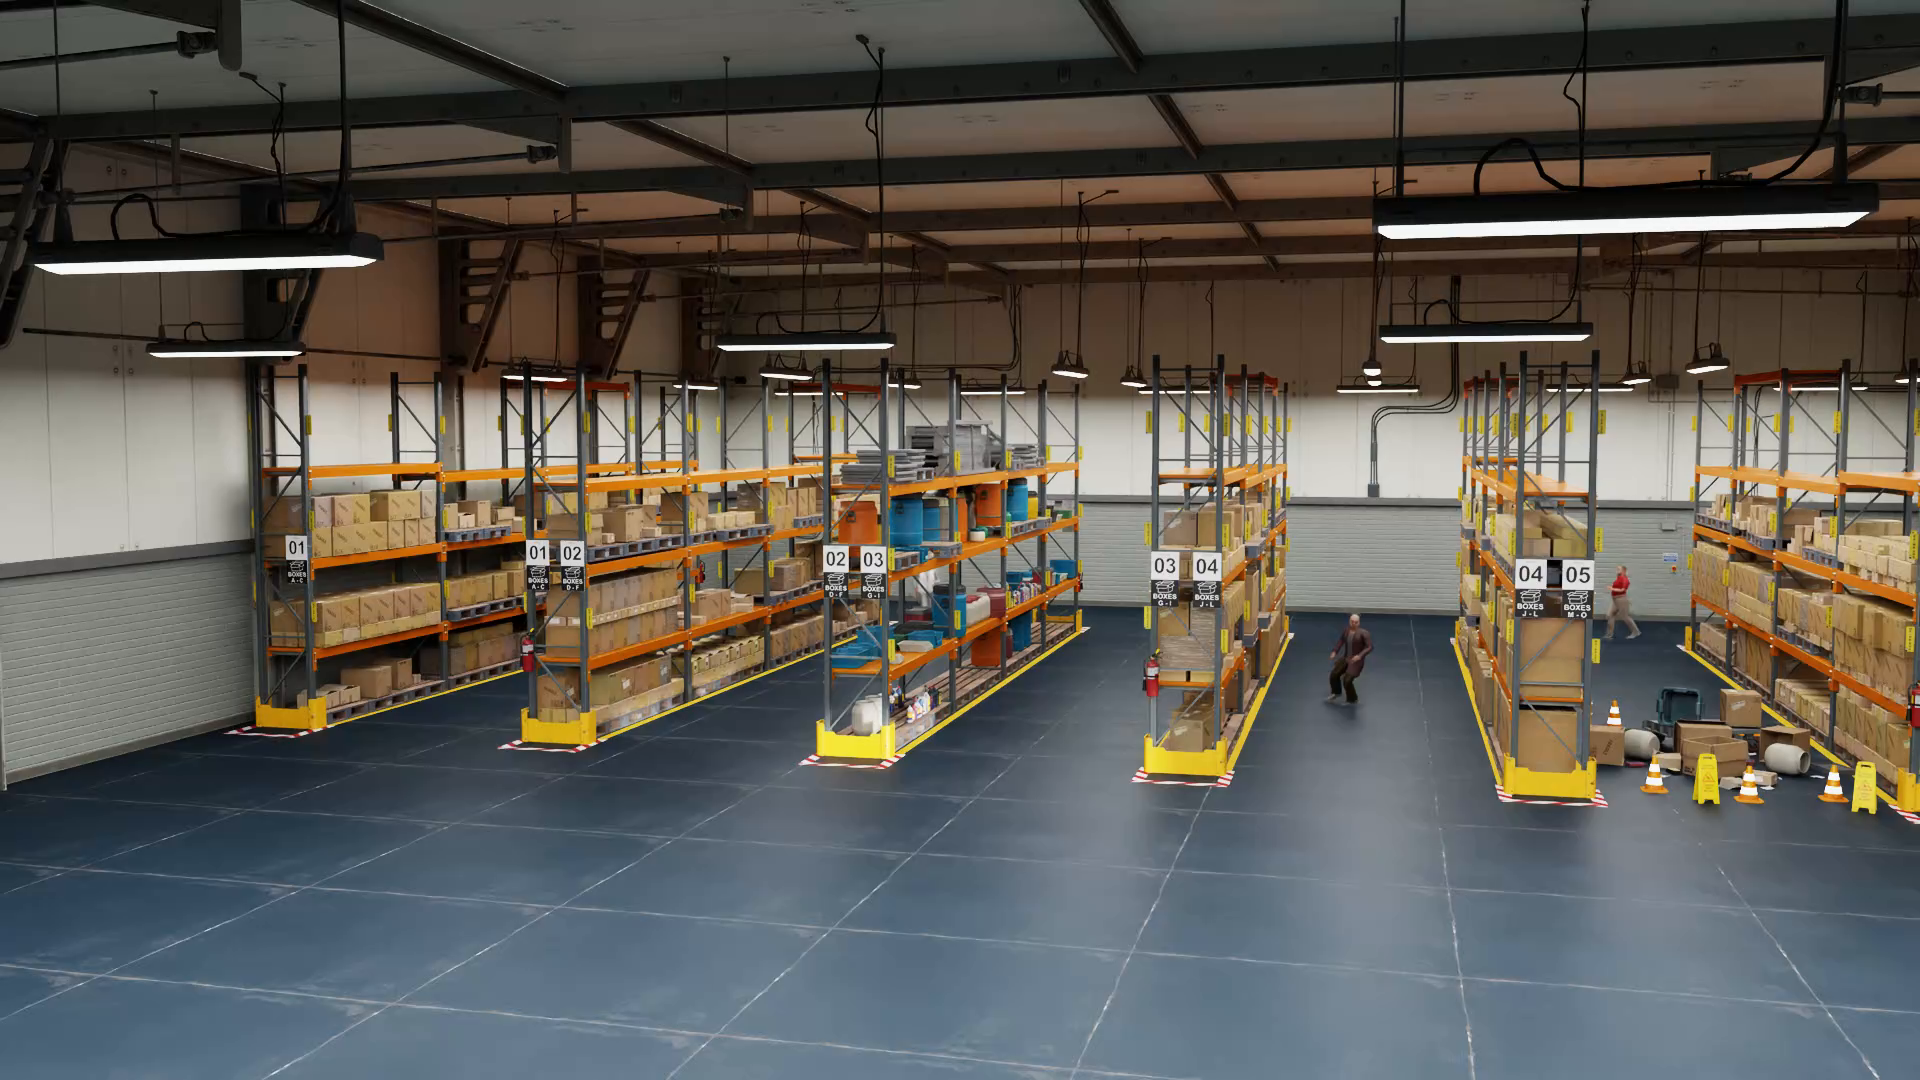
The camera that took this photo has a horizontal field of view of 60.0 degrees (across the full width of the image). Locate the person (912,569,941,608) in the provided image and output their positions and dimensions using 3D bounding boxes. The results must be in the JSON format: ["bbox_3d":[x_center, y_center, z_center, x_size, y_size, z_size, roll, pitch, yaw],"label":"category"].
[{"bbox_3d":[-0.822,1.309,41.113,0.697,1.769,0.774,-1,4,-11],"label":"person"}]

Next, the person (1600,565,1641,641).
[{"bbox_3d":[15.356,1.473,38.611,0.856,1.782,0.651,0,4,5],"label":"person"}]

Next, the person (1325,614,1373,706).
[{"bbox_3d":[6.905,2.159,29.541,0.613,1.708,0.954,-3,5,-40],"label":"person"}]
